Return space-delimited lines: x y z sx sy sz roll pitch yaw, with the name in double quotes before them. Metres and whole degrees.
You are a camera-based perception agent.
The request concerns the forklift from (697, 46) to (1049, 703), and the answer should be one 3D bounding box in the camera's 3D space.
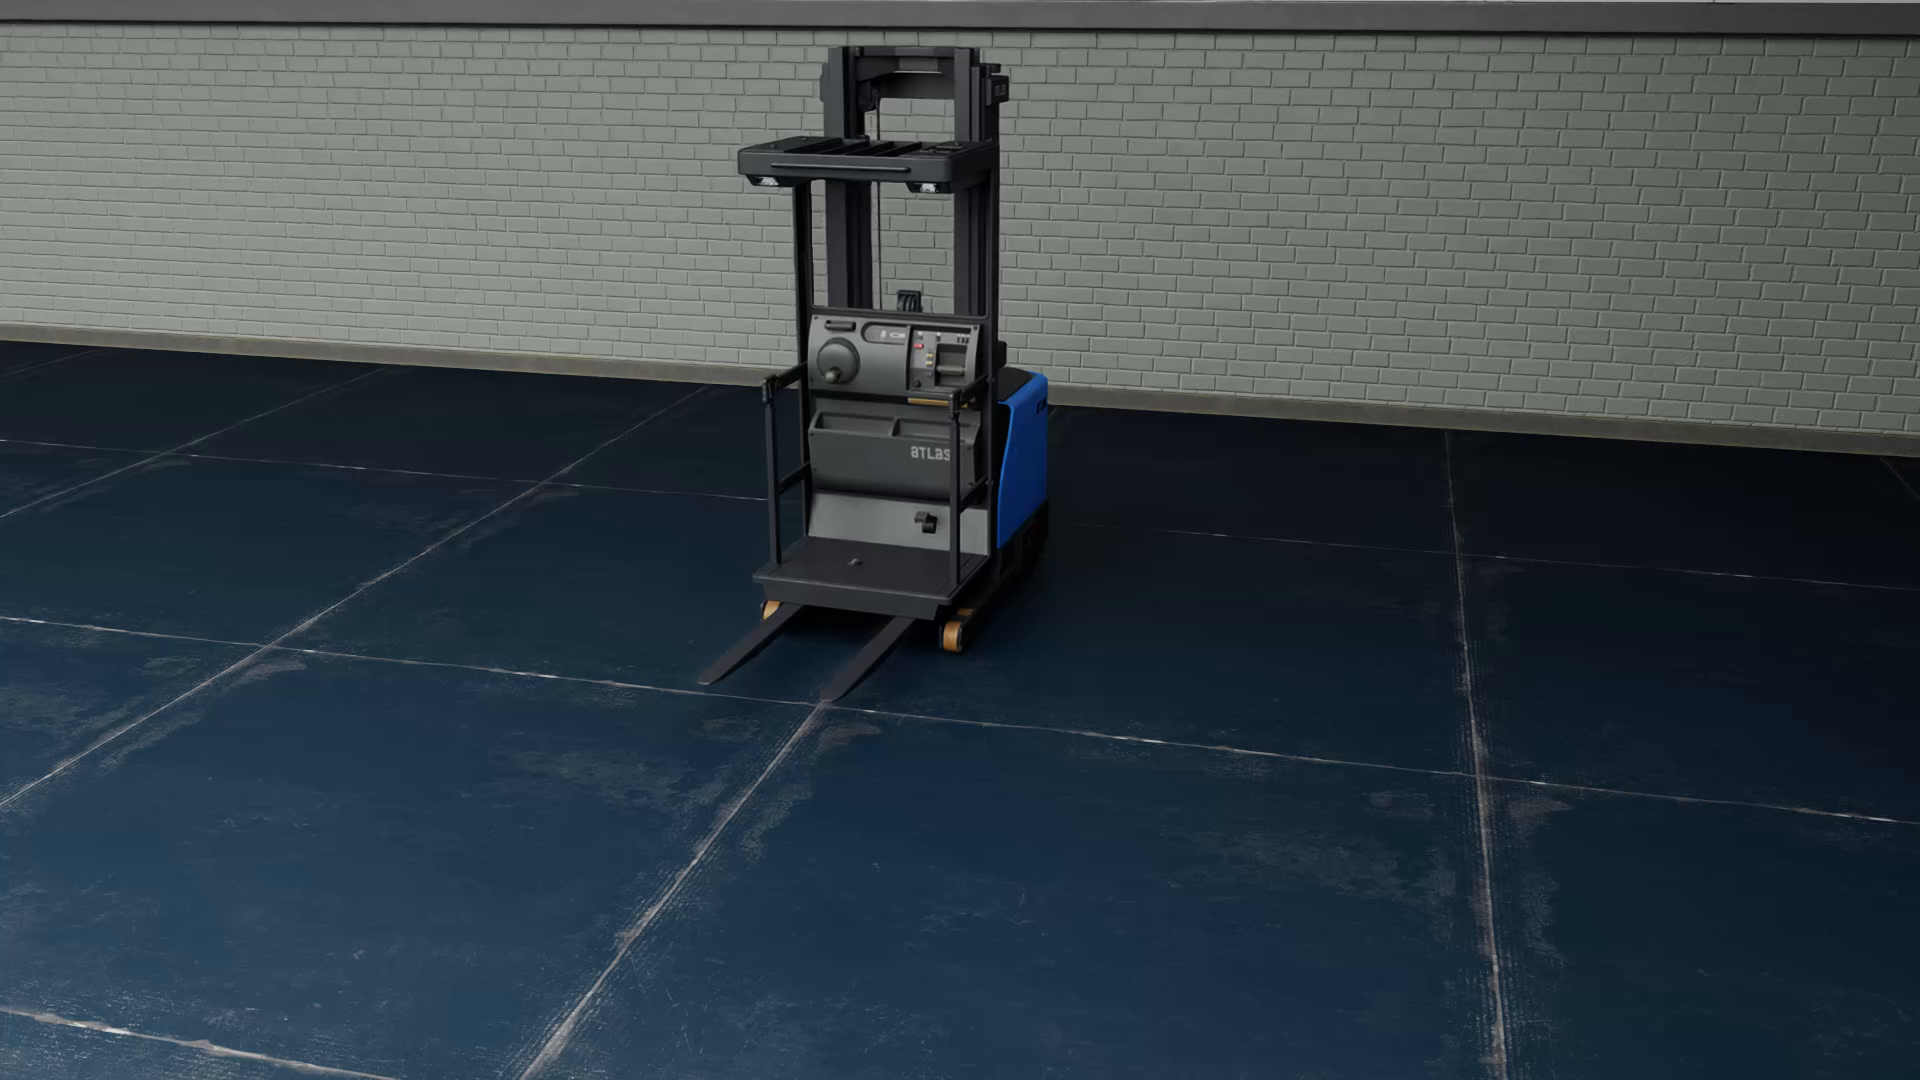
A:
"forklift" -0.413 -0.956 8.450 1.130 2.935 3.031 6 20 17
